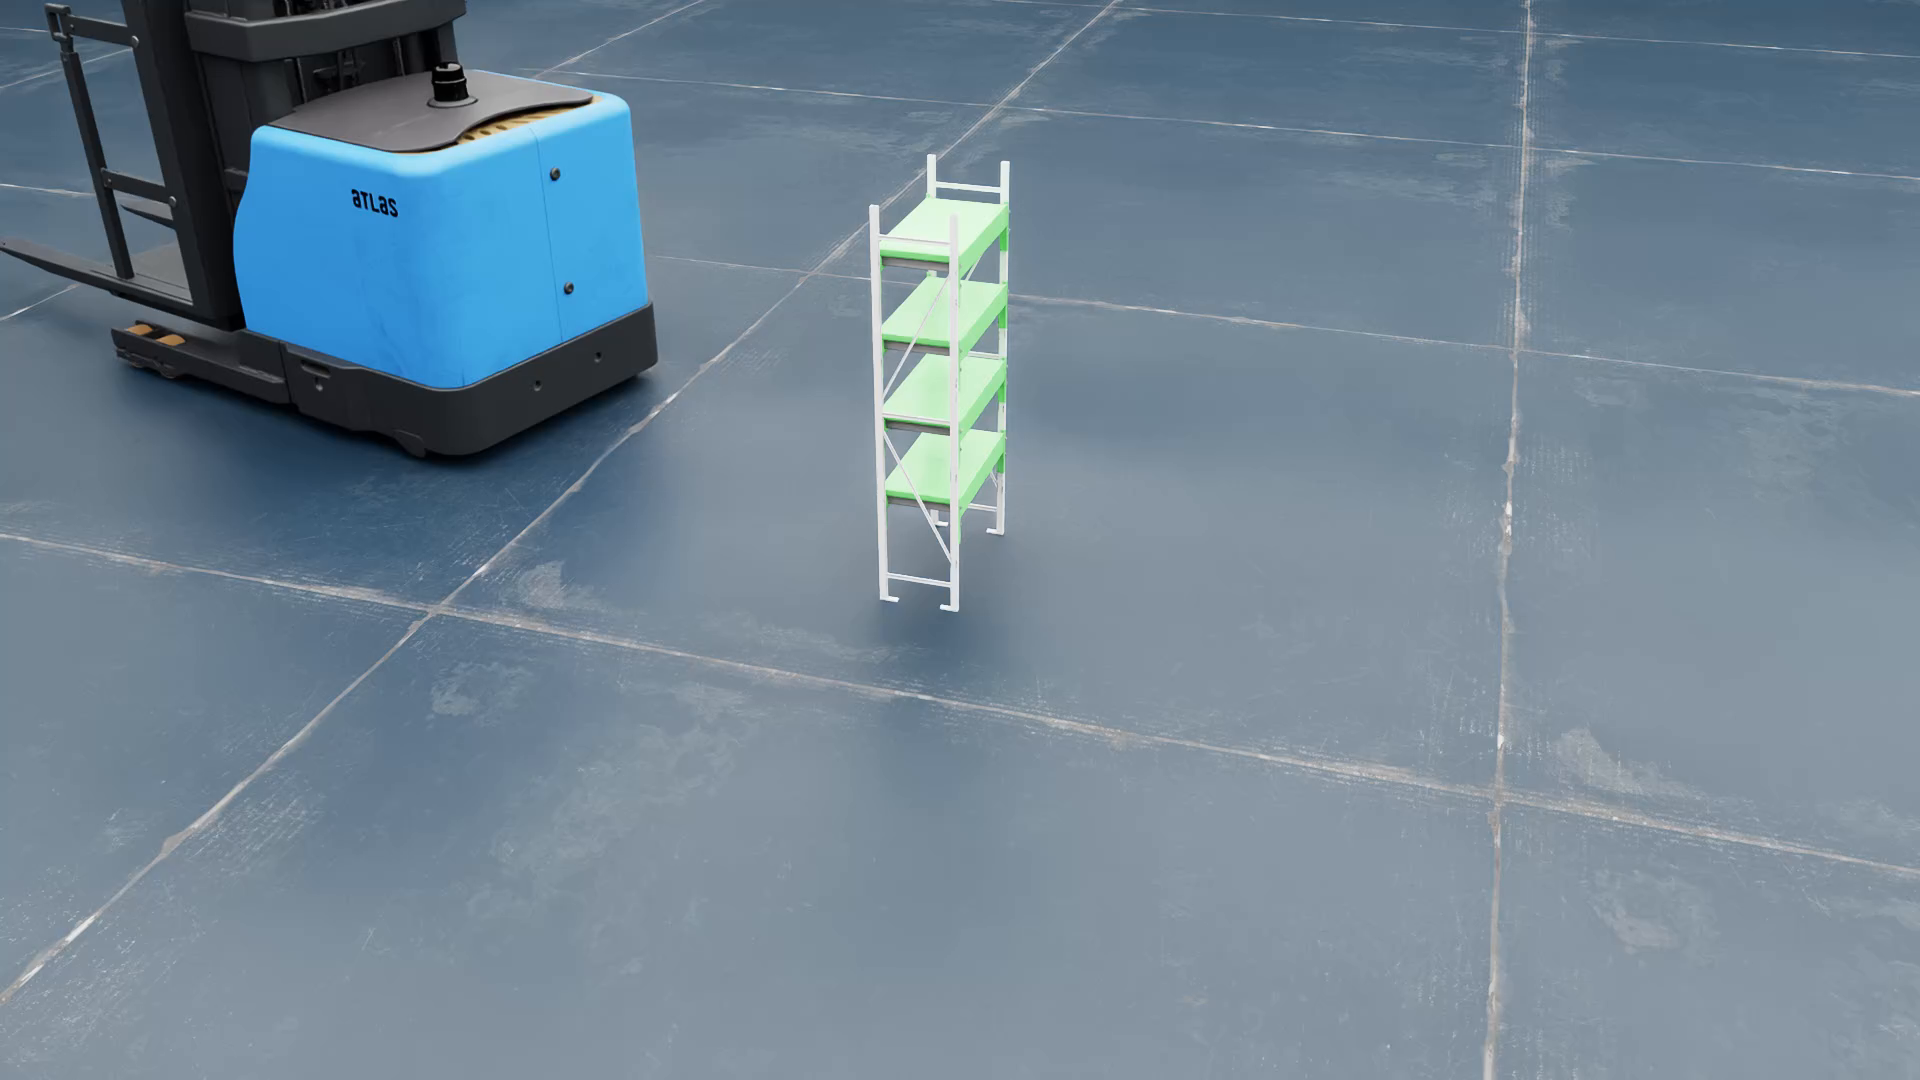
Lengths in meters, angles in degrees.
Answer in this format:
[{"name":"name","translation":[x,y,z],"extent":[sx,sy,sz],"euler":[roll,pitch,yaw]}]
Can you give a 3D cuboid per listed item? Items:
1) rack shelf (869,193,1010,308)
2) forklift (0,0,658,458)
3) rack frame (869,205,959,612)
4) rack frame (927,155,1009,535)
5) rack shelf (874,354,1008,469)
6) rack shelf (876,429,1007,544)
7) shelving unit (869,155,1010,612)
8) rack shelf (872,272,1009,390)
[{"name":"rack shelf","translation":[-0.049,-0.811,4.618],"extent":[0.258,0.148,0.480],"euler":[8,30,15]},{"name":"forklift","translation":[-2.667,-2.093,5.998],"extent":[3.031,2.935,1.130],"euler":[17,33,28]},{"name":"rack frame","translation":[-0.120,-0.334,4.616],"extent":[0.240,1.200,0.015],"euler":[8,30,15]},{"name":"rack frame","translation":[0.023,-0.561,5.024],"extent":[0.240,1.200,0.015],"euler":[8,30,15]},{"name":"rack shelf","translation":[-0.049,-0.392,4.851],"extent":[0.258,0.148,0.480],"euler":[8,30,15]},{"name":"rack shelf","translation":[-0.049,-0.182,4.968],"extent":[0.258,0.148,0.480],"euler":[8,30,15]},{"name":"shelving unit","translation":[-0.049,-0.447,4.820],"extent":[0.258,1.200,0.503],"euler":[8,30,15]},{"name":"rack shelf","translation":[-0.049,-0.601,4.734],"extent":[0.258,0.148,0.480],"euler":[8,30,15]}]
